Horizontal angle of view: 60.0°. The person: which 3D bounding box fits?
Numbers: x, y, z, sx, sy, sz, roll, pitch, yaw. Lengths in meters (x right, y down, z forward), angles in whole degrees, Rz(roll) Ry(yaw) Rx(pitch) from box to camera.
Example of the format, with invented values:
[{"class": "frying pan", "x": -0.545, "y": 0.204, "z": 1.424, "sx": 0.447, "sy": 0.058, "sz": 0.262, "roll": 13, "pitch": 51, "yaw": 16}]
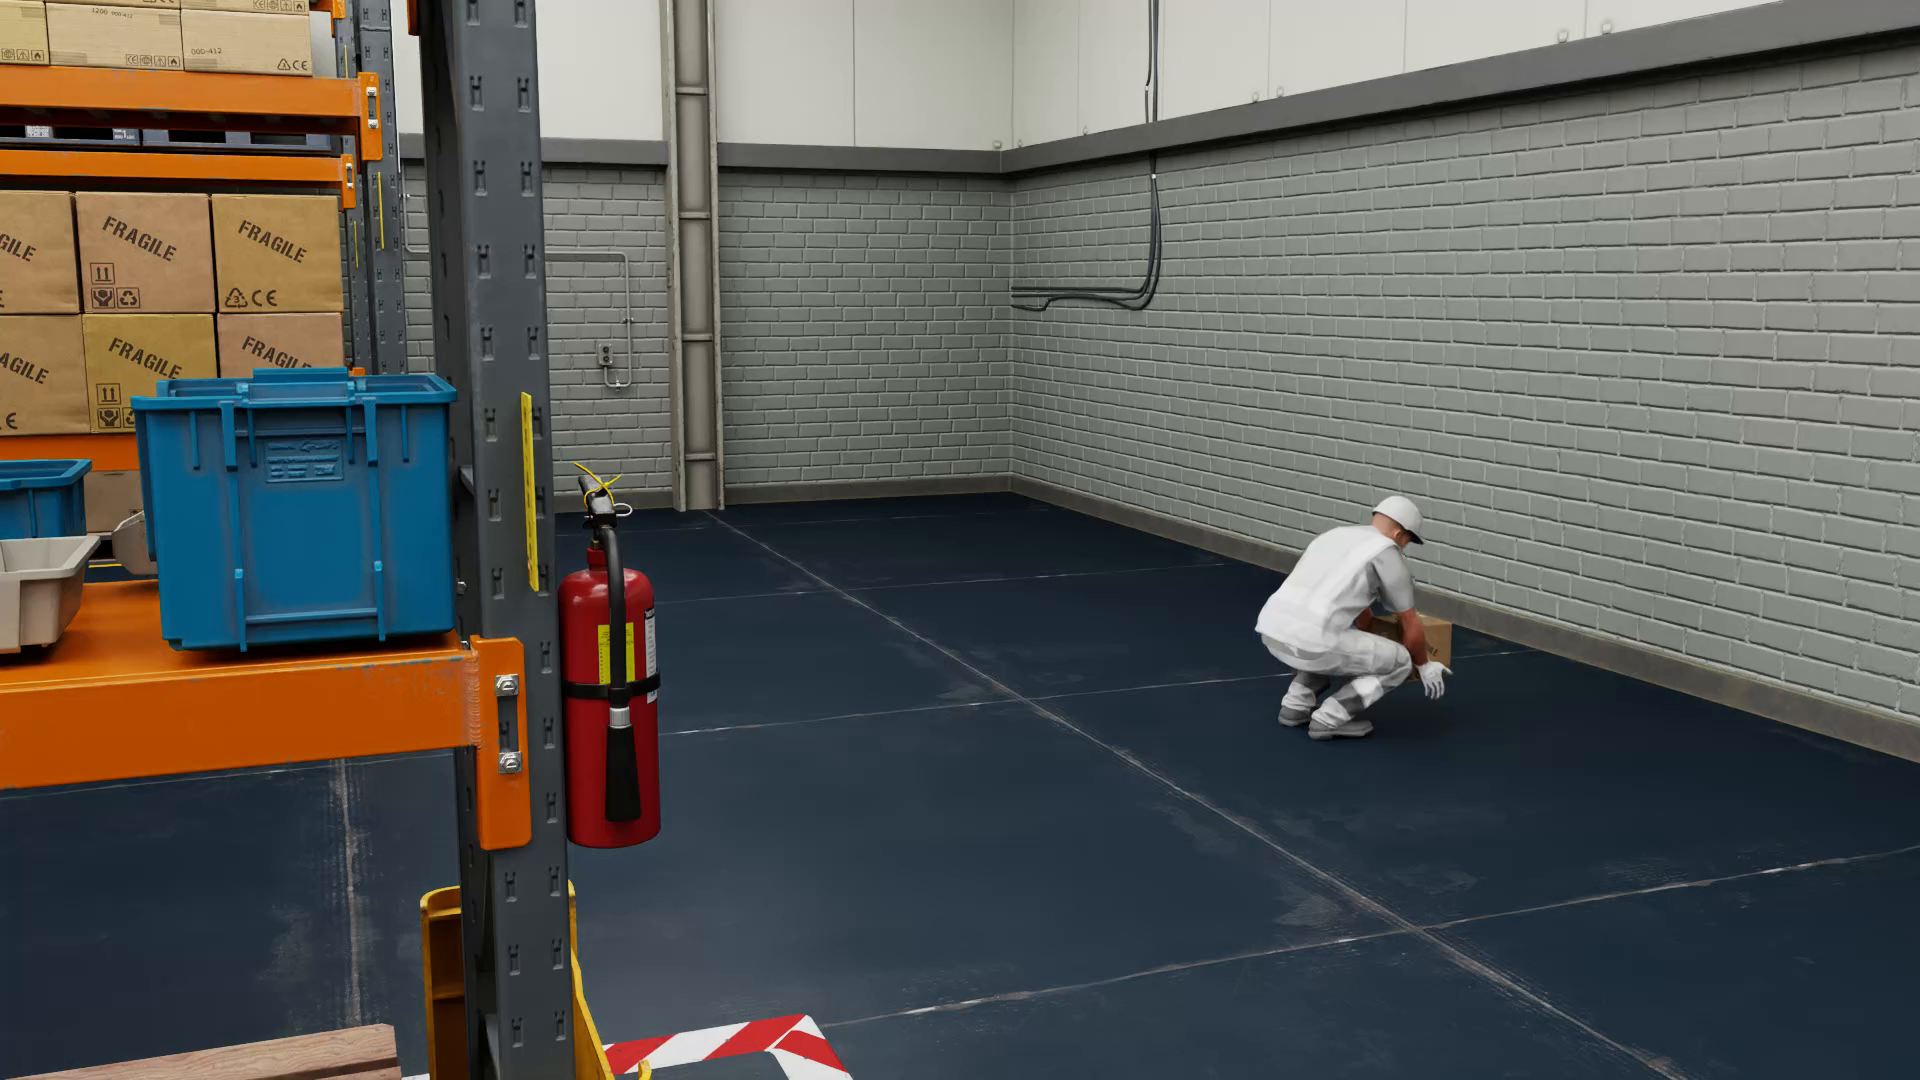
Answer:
[{"class": "person", "x": 1.707, "y": 0.326, "z": 7.265, "sx": 0.866, "sy": 1.006, "sz": 0.555, "roll": -4, "pitch": 9, "yaw": -22}]
